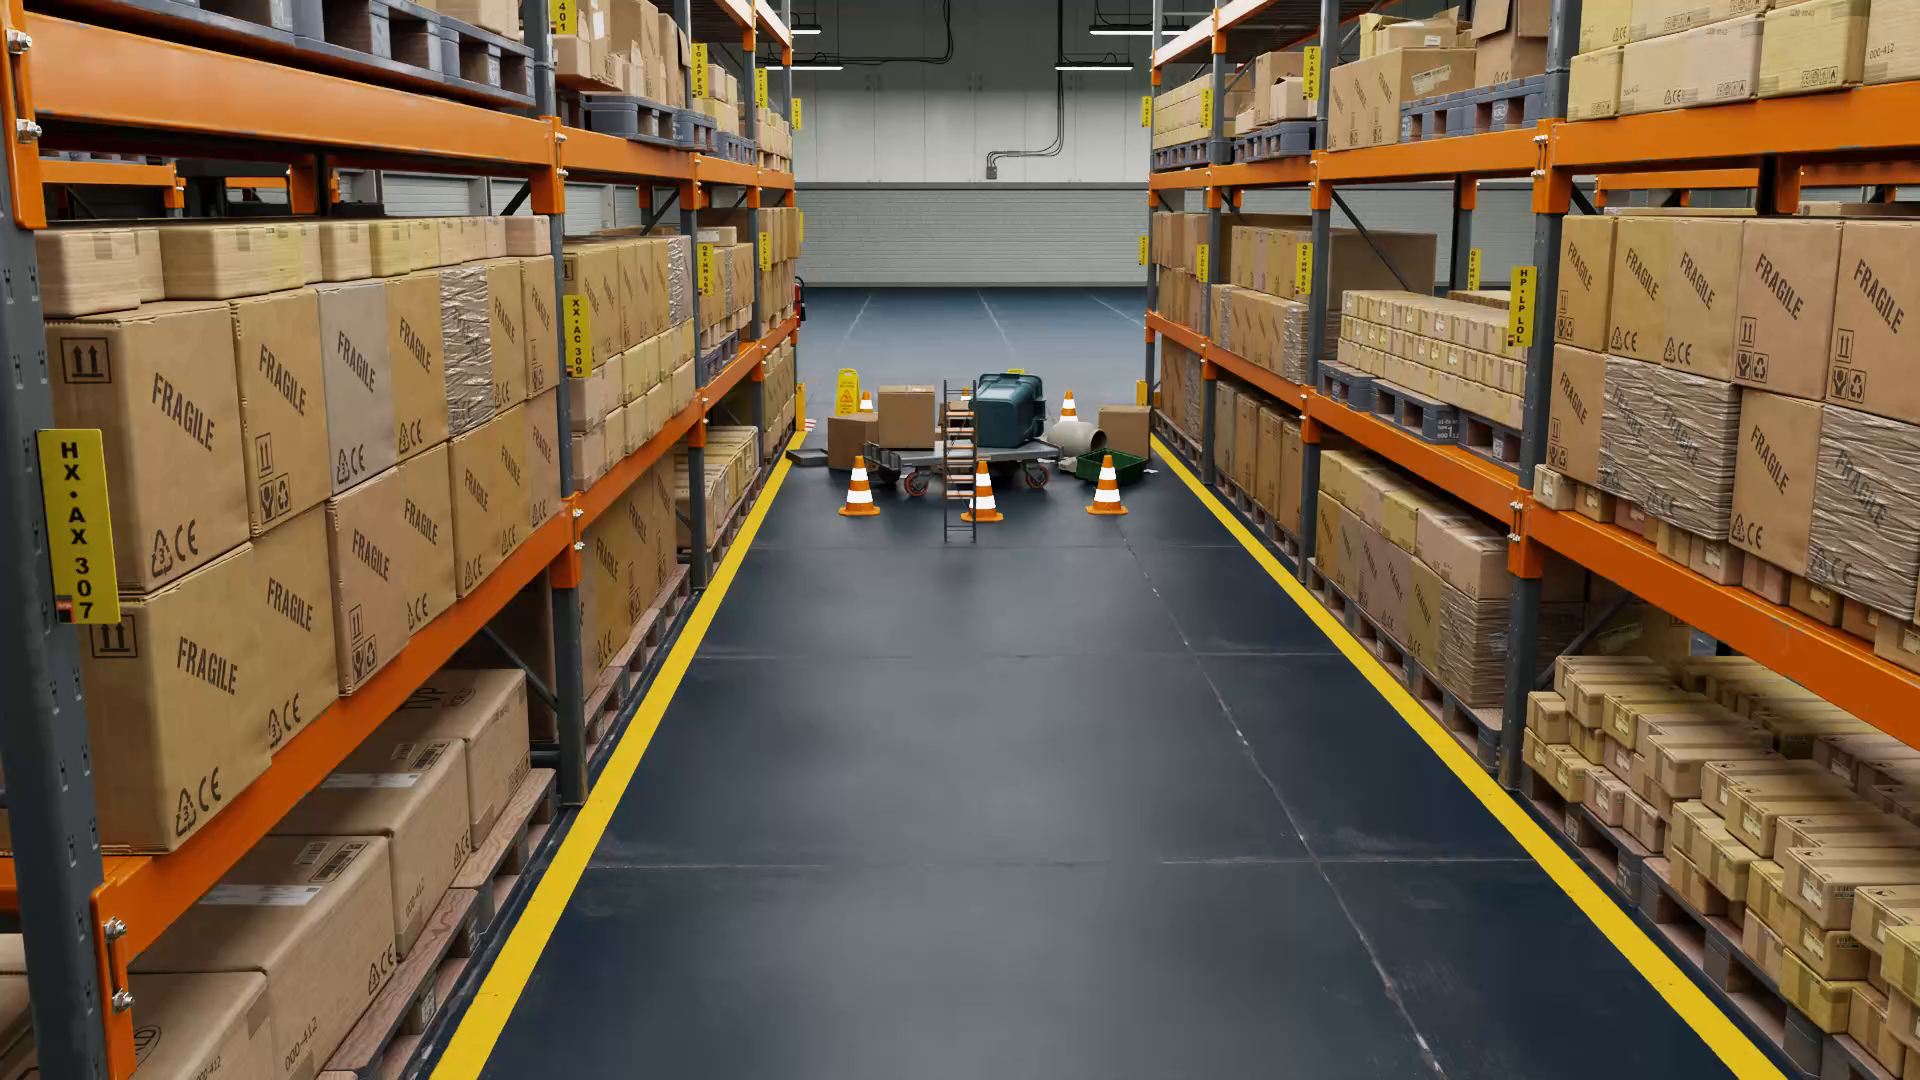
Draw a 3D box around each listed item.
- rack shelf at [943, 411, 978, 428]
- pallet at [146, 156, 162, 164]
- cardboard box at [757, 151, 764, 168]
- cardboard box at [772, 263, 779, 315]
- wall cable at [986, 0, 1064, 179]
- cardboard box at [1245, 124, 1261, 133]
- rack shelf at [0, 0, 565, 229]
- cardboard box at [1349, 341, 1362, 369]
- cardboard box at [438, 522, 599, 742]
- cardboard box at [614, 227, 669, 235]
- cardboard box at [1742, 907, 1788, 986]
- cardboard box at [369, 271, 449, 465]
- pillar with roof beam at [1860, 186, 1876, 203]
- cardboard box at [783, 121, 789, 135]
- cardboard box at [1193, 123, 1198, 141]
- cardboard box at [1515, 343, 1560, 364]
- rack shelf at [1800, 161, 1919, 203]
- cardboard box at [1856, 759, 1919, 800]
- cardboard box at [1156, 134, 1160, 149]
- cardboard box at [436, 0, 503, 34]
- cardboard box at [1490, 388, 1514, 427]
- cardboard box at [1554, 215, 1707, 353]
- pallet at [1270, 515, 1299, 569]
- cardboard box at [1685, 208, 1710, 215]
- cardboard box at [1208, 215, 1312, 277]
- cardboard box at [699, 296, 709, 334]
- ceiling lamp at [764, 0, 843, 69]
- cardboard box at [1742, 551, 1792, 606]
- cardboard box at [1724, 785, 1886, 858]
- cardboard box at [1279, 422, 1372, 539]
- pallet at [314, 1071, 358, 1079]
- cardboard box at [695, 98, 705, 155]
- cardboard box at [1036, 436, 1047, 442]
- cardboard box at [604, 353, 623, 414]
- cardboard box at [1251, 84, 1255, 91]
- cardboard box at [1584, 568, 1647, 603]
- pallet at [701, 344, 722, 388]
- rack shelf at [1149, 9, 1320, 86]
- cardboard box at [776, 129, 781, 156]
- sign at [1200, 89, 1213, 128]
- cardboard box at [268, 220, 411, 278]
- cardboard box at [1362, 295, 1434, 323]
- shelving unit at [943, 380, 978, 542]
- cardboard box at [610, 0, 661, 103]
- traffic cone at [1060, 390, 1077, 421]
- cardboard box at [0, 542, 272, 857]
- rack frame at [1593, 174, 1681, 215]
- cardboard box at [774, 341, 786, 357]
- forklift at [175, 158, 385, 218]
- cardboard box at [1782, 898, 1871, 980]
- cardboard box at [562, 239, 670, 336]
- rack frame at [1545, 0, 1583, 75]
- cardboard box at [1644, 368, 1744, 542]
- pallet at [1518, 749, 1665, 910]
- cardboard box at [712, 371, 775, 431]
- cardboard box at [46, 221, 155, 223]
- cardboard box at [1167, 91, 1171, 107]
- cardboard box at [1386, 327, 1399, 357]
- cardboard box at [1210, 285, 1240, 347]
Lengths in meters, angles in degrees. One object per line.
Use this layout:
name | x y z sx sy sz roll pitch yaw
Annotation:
rack shelf | 0.000 -0.900 12.391 0.258 0.103 0.180 0 11 -1
pallet | -7.259 -3.517 15.028 1.003 0.211 1.213 0 11 -1
cardboard box | -1.961 -3.404 14.881 0.380 0.149 0.250 0 11 -1
cardboard box | -2.015 -2.425 15.967 0.500 0.500 0.500 0 11 -2
wall cable | 1.948 -13.771 49.251 2.305 6.003 0.169 0 11 -1
cardboard box | 2.467 -3.377 13.439 0.250 0.149 0.380 0 11 -1
rack shelf | -2.047 -1.071 4.561 1.077 0.370 4.000 0 11 -1
cardboard box | 2.589 -1.127 10.144 0.380 0.149 0.250 0 11 2
cardboard box | -2.181 0.361 7.523 0.875 0.875 0.875 0 11 1
cardboard box | -2.472 -2.350 12.910 0.380 0.149 0.250 0 11 2
cardboard box | 2.625 1.233 5.050 0.380 0.149 0.250 0 11 0
cardboard box | -1.778 -0.496 4.694 0.500 0.500 0.500 0 11 -1
pillar with roof beam | 18.508 -10.396 41.171 9.100 9.000 0.548 0 11 -1
cardboard box | -2.034 -4.409 17.827 0.380 0.149 0.250 0 11 -1
cardboard box | 2.354 -3.757 15.311 0.380 0.149 0.250 0 11 0
cardboard box | 2.655 -0.845 7.260 0.380 0.149 0.250 0 11 1
rack shelf | 7.696 -2.702 12.600 1.077 0.370 4.000 0 11 -1
cardboard box | 3.227 0.836 5.509 0.380 0.149 0.250 -1 11 -3
cardboard box | 2.304 -4.259 17.788 0.380 0.149 0.250 0 11 -1
cardboard box | -1.749 -1.775 5.544 0.380 0.149 0.250 0 11 0
cardboard box | 2.647 -0.604 7.570 0.380 0.149 0.250 0 11 -1
cardboard box | 2.625 -0.986 6.361 0.500 0.500 0.500 0 11 0
pallet | 2.835 0.023 11.917 1.003 0.211 1.213 0 11 -1
cardboard box | 7.349 -2.954 16.063 0.500 0.500 0.500 0 11 -1
cardboard box | 2.720 -2.658 15.025 0.875 0.550 0.550 0 11 -1
cardboard box | -1.948 -1.638 11.031 0.500 0.500 0.500 -1 11 -3
ceiling lamp | -3.977 -13.589 42.229 2.000 3.185 0.800 0 11 -1
cardboard box | 2.665 0.104 5.136 0.380 0.149 0.250 0 11 1
cardboard box | 2.666 0.888 5.256 0.380 0.149 0.250 0 11 -1
cardboard box | 2.854 -0.412 11.646 1.050 0.750 0.750 0 11 -2
pallet | -2.100 1.652 3.887 1.003 0.211 1.213 0 11 -1
cardboard box | -2.231 -2.970 11.852 0.797 0.503 0.637 0 11 -1
cardboard box | 0.817 -0.976 16.704 0.396 0.266 0.258 2 12 9
cardboard box | -1.854 -0.715 7.660 0.500 0.250 0.500 0 11 0
cardboard box | 2.998 -4.301 15.992 0.380 0.149 0.250 0 11 -1
cardboard box | 3.108 0.112 7.808 0.500 0.250 0.500 -1 11 -4
pallet | -2.292 -1.194 11.382 1.213 0.211 1.003 0 11 -1
rack shelf | 2.652 -4.771 16.260 1.077 0.370 4.000 0 11 -1
cardboard box | -2.019 -3.875 16.201 0.500 0.250 0.500 0 11 -1
sign | 2.139 -3.742 14.415 0.100 0.325 0.005 0 11 -1
cardboard box | -1.726 -0.793 4.528 0.380 0.149 0.250 -1 11 -3
cardboard box | 2.601 -1.366 9.830 0.380 0.149 0.250 0 11 -1
shelving unit | 0.000 -0.591 12.454 0.258 1.200 0.189 0 11 -1
cardboard box | -1.844 -2.522 8.596 0.500 0.500 0.500 0 11 -1
traffic cone | 1.202 -1.423 18.408 0.336 0.463 0.334 0 11 -1
cardboard box | -1.728 0.298 3.294 0.500 0.500 0.500 0 11 -2
rack frame | 7.572 -2.778 18.706 1.000 3.000 0.127 0 11 -1
cardboard box | -1.978 -1.947 16.955 0.380 0.149 0.250 0 11 1
forklift | -4.770 -1.385 12.016 1.130 2.935 3.031 0 11 -2
cardboard box | 2.609 1.139 4.767 0.380 0.149 0.250 0 11 0
cardboard box | -1.876 -1.383 9.067 0.500 0.500 0.500 0 11 -1
rack frame | 2.859 -3.332 6.350 1.000 3.000 0.127 0 11 -1
cardboard box | 2.609 -0.289 5.438 0.500 0.500 0.500 0 11 -2
pallet | 2.908 1.108 6.567 1.003 0.211 1.213 0 11 -1
cardboard box | -1.995 -1.286 15.327 0.500 0.500 0.500 0 11 2
cardboard box | -2.294 -0.737 4.251 0.380 0.149 0.250 0 11 0
cardboard box | 2.320 -4.500 16.971 0.380 0.149 0.250 0 11 -2
cardboard box | 2.612 -1.112 9.324 0.380 0.149 0.250 0 11 -1
cardboard box | 2.435 -1.926 14.255 0.500 0.500 0.500 0 11 -1
